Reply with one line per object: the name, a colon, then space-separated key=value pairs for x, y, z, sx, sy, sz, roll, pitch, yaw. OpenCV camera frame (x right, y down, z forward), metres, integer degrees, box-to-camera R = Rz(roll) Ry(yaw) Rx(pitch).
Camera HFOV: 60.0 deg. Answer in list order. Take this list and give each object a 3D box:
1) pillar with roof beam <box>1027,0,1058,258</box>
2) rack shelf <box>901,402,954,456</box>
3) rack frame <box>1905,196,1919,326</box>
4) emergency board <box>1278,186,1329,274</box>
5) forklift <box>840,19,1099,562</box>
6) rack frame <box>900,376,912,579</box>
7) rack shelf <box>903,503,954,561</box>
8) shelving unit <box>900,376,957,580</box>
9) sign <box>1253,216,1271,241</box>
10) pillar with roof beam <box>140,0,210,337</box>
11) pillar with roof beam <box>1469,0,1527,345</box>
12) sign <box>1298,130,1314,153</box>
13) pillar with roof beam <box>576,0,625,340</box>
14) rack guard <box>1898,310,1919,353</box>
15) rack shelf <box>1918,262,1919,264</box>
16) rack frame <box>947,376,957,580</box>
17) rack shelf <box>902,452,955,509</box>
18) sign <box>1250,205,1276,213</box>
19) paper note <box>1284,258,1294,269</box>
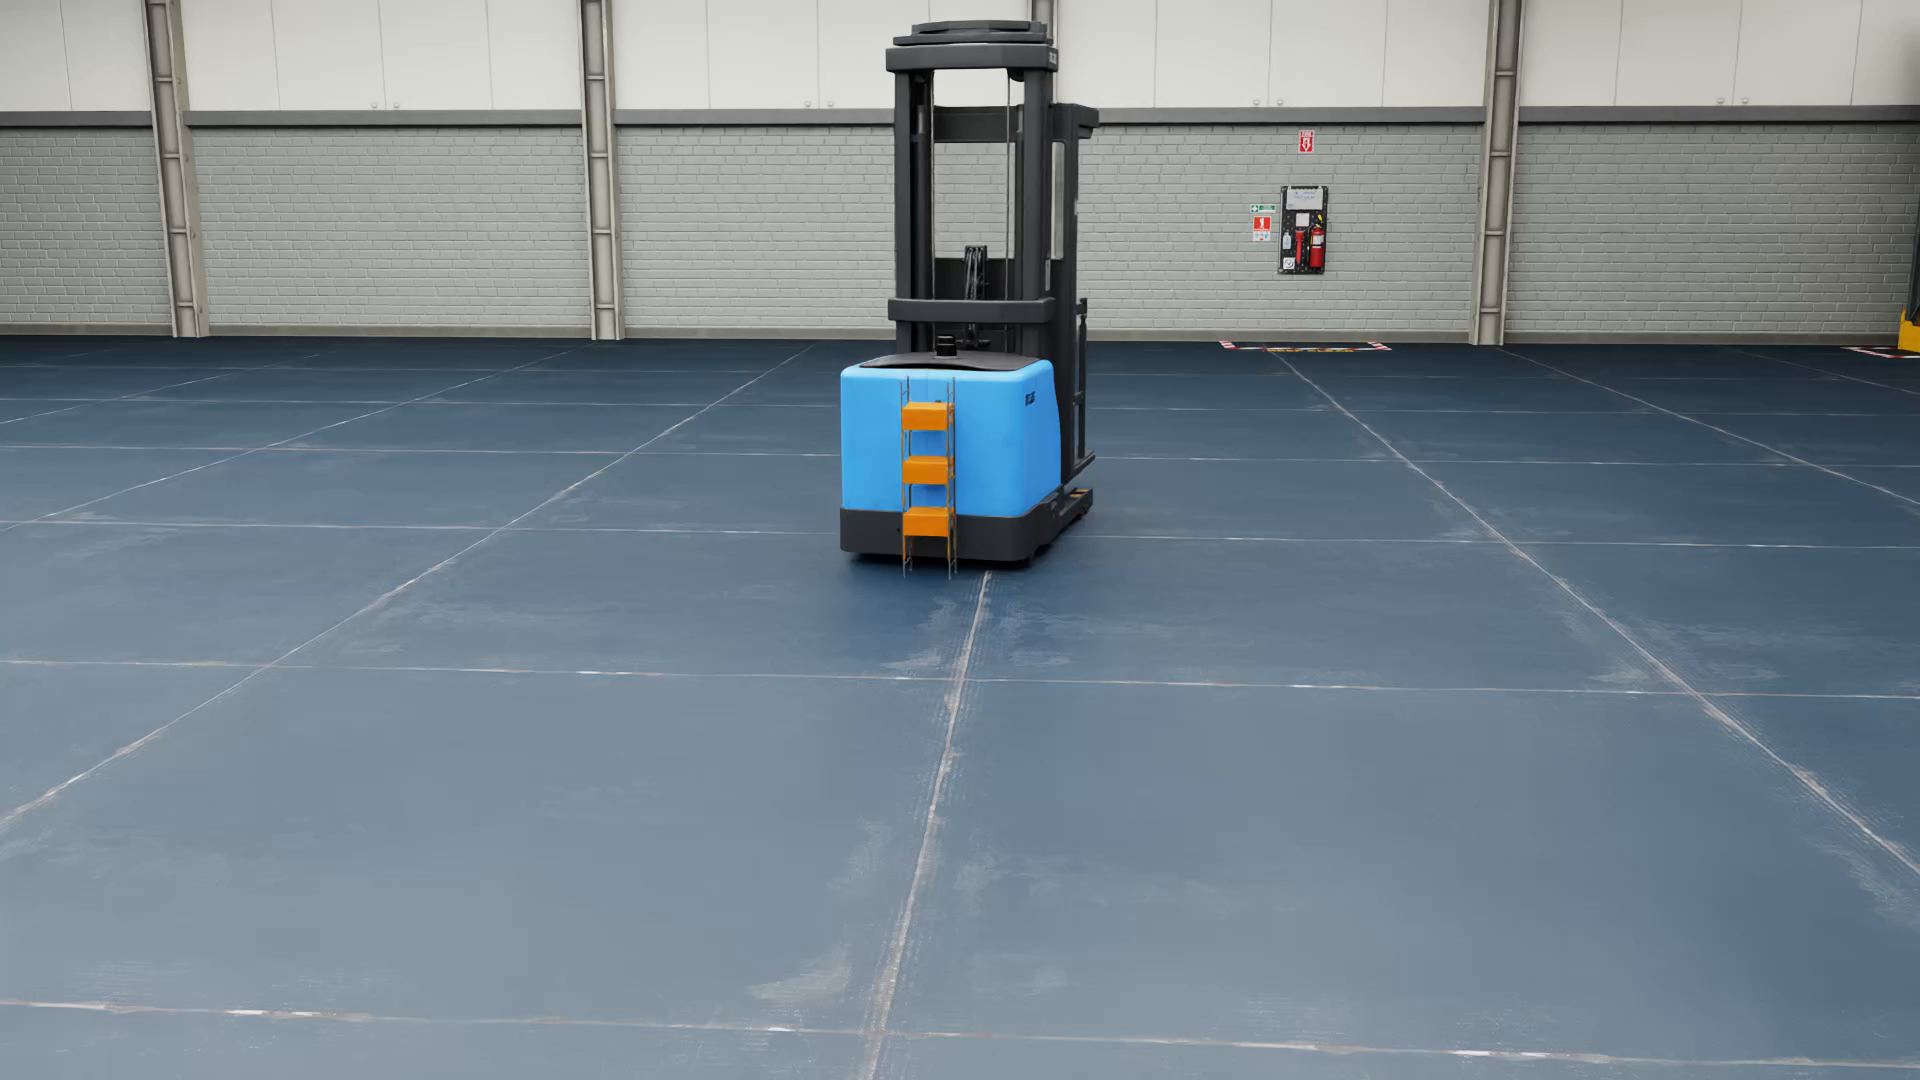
pillar with roof beam: x=0.803 y=-6.247 z=17.653 sx=0.400 sy=9.000 sz=9.100 roll=1 pitch=12 yaw=4
rack shelf: x=-0.165 y=-0.590 z=8.667 sx=0.240 sy=0.259 sz=0.215 roll=2 pitch=14 yaw=10
rack frame: x=12.307 y=-3.858 z=20.888 sx=0.127 sy=3.000 sz=1.000 roll=1 pitch=12 yaw=4
emergency board: x=4.614 y=-4.149 z=22.278 sx=0.643 sy=1.169 sz=0.194 roll=1 pitch=12 yaw=4
forklift: x=0.219 y=-1.573 z=10.129 sx=1.130 sy=2.935 sz=3.031 roll=3 pitch=12 yaw=15
rack frame: x=-0.283 y=-0.329 z=8.754 sx=0.008 sy=1.050 sz=0.200 roll=2 pitch=14 yaw=10
rack shelf: x=-0.161 y=-0.045 z=8.805 sx=0.240 sy=0.259 sz=0.215 roll=2 pitch=14 yaw=10
shelving unit: x=-0.163 y=-0.325 z=8.734 sx=0.252 sy=1.050 sz=0.215 roll=2 pitch=14 yaw=10
sign: x=4.069 y=-4.195 z=22.411 sx=0.234 sy=0.329 sz=0.001 roll=1 pitch=12 yaw=4
pillar with roof beam: x=-11.170 y=-6.411 z=18.438 sx=0.400 sy=9.000 sz=9.100 roll=1 pitch=12 yaw=4
pillar with roof beam: x=6.789 y=-6.165 z=17.260 sx=0.400 sy=9.000 sz=9.100 roll=1 pitch=12 yaw=4
sign: x=4.612 y=-5.304 z=22.138 sx=0.199 sy=0.298 sz=0.001 roll=1 pitch=12 yaw=4
pillar with roof beam: x=-5.184 y=-6.329 z=18.045 sx=0.400 sy=9.000 sz=9.100 roll=1 pitch=12 yaw=4
rack guard: x=12.383 y=-2.634 z=21.139 sx=0.348 sy=0.500 sz=1.175 roll=1 pitch=12 yaw=4
rack shelf: x=14.303 y=-3.479 z=20.830 sx=4.000 sy=0.370 sz=1.077 roll=1 pitch=12 yaw=4
rack frame: x=-0.043 y=-0.320 z=8.713 sx=0.008 sy=1.050 sz=0.200 roll=2 pitch=14 yaw=10
rack shelf: x=-0.163 y=-0.315 z=8.736 sx=0.240 sy=0.259 sz=0.215 roll=2 pitch=14 yaw=10
sign: x=4.073 y=-4.453 z=22.348 sx=0.331 sy=0.109 sz=0.001 roll=1 pitch=12 yaw=4
paper note: x=4.442 y=-3.735 z=22.447 sx=0.142 sy=0.148 sz=0.016 roll=1 pitch=12 yaw=4
